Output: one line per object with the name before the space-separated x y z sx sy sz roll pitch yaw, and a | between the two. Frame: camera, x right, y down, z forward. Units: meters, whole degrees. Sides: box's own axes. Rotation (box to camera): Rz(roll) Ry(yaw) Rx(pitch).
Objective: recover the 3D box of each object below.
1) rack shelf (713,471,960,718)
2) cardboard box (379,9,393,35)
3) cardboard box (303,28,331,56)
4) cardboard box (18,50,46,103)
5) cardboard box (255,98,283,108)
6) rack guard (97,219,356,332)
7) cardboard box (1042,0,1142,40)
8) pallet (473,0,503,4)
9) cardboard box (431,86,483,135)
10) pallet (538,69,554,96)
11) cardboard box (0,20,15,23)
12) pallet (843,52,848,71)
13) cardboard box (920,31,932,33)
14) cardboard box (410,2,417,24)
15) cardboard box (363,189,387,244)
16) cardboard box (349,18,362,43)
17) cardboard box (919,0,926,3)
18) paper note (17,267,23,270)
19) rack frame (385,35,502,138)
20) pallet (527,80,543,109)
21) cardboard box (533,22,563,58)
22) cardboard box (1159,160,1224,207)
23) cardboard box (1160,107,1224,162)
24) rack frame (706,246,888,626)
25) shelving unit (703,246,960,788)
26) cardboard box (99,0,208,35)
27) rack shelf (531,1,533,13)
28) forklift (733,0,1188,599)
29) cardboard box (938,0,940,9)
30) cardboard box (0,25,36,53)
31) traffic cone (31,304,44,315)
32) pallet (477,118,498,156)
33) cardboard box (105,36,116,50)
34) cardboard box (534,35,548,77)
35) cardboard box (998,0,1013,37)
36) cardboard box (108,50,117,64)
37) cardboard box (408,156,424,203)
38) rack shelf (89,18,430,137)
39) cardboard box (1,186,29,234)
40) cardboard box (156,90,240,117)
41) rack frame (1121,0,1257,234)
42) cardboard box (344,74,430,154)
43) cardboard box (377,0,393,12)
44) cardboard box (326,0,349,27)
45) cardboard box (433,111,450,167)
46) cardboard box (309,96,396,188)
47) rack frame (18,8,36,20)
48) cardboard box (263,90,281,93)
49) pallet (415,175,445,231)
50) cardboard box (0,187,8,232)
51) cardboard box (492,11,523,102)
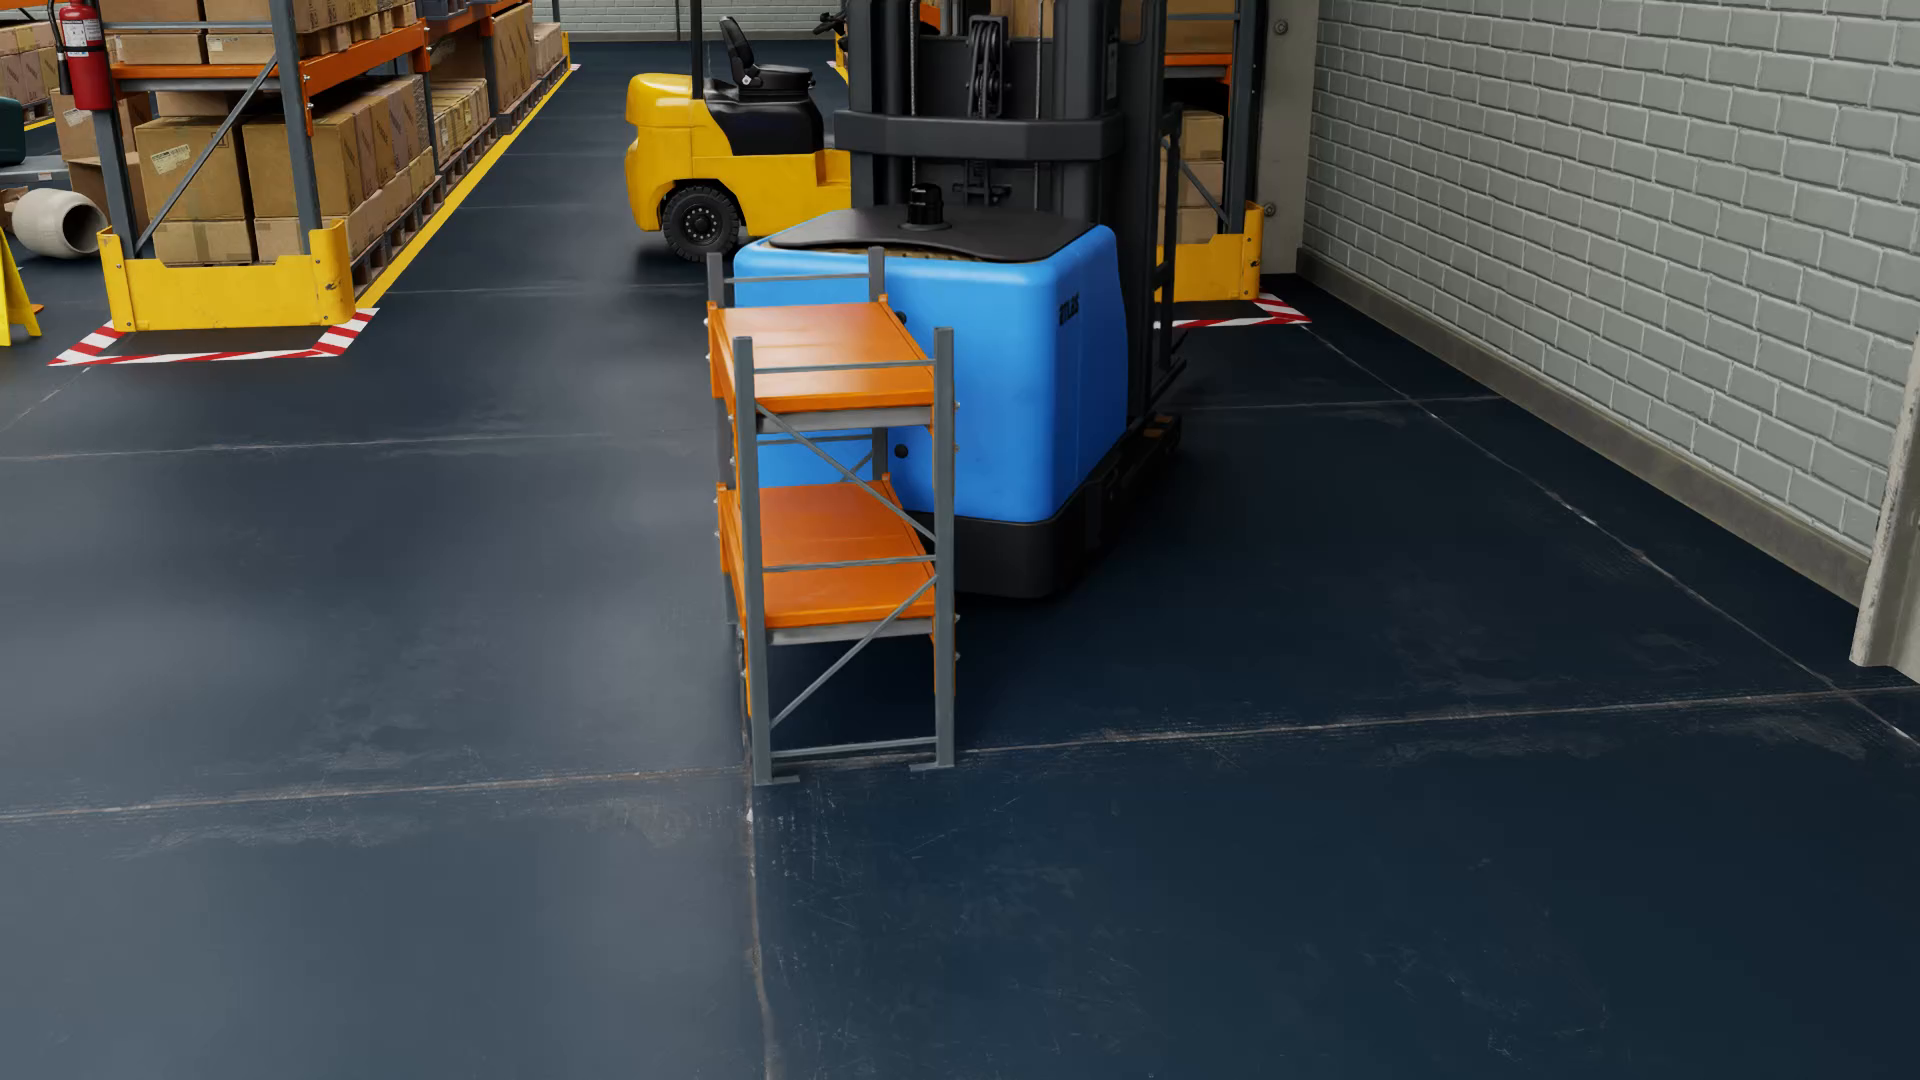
rack shelf | -0.362 0.114 4.502 0.538 0.278 1.000 -4 21 -11
cardboard box | -3.903 -3.361 10.788 0.380 0.149 0.250 -3 21 -9
cardboard box | -3.677 -2.735 9.110 0.380 0.149 0.250 -4 21 -9
cardboard box | -9.939 -4.839 17.357 0.500 0.500 0.500 -3 21 -9
cardboard box | -4.342 -2.422 10.170 0.500 0.500 0.500 -3 21 -9
rack guard | -3.835 -1.397 8.742 1.175 0.500 0.348 -3 21 -8
cardboard box | 0.756 -2.997 9.311 0.500 0.500 0.500 -3 21 -9
pallet | -4.769 -4.980 15.038 1.213 0.211 1.003 -3 21 -8
cardboard box | -4.792 -3.826 14.829 0.950 0.372 0.625 -3 21 -9
pallet | -5.586 -5.657 20.562 1.003 0.211 1.213 -3 21 -8
cardboard box | -10.593 -5.520 18.108 0.500 0.250 0.500 -4 21 -10
pallet | -1.093 -6.724 23.419 1.003 0.211 1.213 -3 21 -8
cardboard box | -0.482 -5.417 17.979 0.380 0.149 0.250 -3 21 -9
cardboard box | -4.053 -3.713 11.730 0.380 0.149 0.250 -3 21 -8
cardboard box | -3.733 -1.921 9.901 0.500 0.250 0.500 -2 21 -6
cardboard box | -3.845 -3.094 10.072 0.380 0.149 0.250 -3 21 -9
cardboard box | -0.095 -4.975 14.963 0.500 0.250 0.500 -4 21 -10
paper note | -5.732 -1.645 10.107 0.032 0.001 0.123 -3 21 -8
rack frame | -4.977 -5.312 15.651 1.000 3.000 0.127 -3 21 -8
pallet | -5.368 -5.127 19.141 1.003 0.211 1.213 -3 21 -8
cardboard box | -5.937 -6.854 22.843 0.875 0.438 0.875 -4 21 -10
cardboard box | 1.225 -2.110 9.692 0.500 0.250 0.500 -3 21 -7
cardboard box | 1.205 -2.346 9.612 0.500 0.250 0.500 -3 21 -9
rack frame | -0.463 -0.290 4.884 0.500 1.125 0.032 -4 21 -11
shelving unit | -0.362 -0.115 4.417 0.538 1.125 1.048 -4 21 -11
cardboard box | -4.175 -2.902 8.631 0.500 0.500 0.500 -3 21 -9
rack shelf | -5.842 -7.052 21.338 1.077 0.370 4.000 -3 21 -8
forklift | 0.247 -1.678 6.020 1.130 2.935 3.031 7 21 17
cardboard box | 0.101 -4.443 13.540 0.500 0.250 0.500 -3 21 -8
cardboard box | -9.929 -5.183 17.206 0.500 0.250 0.500 -4 21 -10
traffic cone | -5.163 -1.437 8.903 0.336 0.463 0.334 -3 21 -8
pallet | -4.866 -3.735 15.414 1.003 0.211 1.213 -3 21 -8
cardboard box | -10.365 -6.046 20.242 0.380 0.149 0.250 -2 21 -7
cardboard box | -5.538 -5.916 20.330 0.875 0.438 0.875 -3 21 -9
cardboard box | 0.533 -3.528 10.733 0.500 0.500 0.500 -3 21 -7
cardboard box | -10.406 -5.813 20.043 0.380 0.149 0.250 -4 21 -11
cardboard box | -3.963 -2.460 11.346 0.500 0.250 0.500 -3 21 -9
rack shelf | -4.113 -2.897 10.214 1.077 0.370 4.000 -3 21 -8
cardboard box | -6.407 -2.256 11.376 0.396 0.266 0.258 17 27 39
cardboard box | -4.317 -2.494 9.436 0.380 0.149 0.250 -2 21 -6
rack frame | 1.087 -2.793 8.908 1.000 3.000 0.127 -3 21 -8
cardboard box | -4.050 -2.995 11.707 0.500 0.500 0.500 -3 21 -9
cardboard box | -3.930 -3.614 10.538 0.500 0.500 0.500 -2 21 -6
cardboard box | -3.696 -3.085 9.121 0.500 0.500 0.500 -2 21 -6
cardboard box | -4.479 -3.074 12.815 0.950 0.372 0.625 -3 21 -7
cardboard box | -3.815 -2.458 10.268 0.500 0.500 0.500 -3 21 -7
rack frame | -10.438 -6.412 18.596 1.000 3.000 0.127 -3 21 -8
cardboard box | -4.507 -2.955 10.673 0.380 0.149 0.250 -2 21 -5
pallet | -4.269 -2.390 11.813 1.003 0.211 1.213 -3 21 -8
cardboard box | -6.726 -2.240 10.800 0.797 0.637 0.503 -3 21 -8
cardboard box | -5.119 -5.065 17.428 0.875 0.875 0.875 -3 21 -7
